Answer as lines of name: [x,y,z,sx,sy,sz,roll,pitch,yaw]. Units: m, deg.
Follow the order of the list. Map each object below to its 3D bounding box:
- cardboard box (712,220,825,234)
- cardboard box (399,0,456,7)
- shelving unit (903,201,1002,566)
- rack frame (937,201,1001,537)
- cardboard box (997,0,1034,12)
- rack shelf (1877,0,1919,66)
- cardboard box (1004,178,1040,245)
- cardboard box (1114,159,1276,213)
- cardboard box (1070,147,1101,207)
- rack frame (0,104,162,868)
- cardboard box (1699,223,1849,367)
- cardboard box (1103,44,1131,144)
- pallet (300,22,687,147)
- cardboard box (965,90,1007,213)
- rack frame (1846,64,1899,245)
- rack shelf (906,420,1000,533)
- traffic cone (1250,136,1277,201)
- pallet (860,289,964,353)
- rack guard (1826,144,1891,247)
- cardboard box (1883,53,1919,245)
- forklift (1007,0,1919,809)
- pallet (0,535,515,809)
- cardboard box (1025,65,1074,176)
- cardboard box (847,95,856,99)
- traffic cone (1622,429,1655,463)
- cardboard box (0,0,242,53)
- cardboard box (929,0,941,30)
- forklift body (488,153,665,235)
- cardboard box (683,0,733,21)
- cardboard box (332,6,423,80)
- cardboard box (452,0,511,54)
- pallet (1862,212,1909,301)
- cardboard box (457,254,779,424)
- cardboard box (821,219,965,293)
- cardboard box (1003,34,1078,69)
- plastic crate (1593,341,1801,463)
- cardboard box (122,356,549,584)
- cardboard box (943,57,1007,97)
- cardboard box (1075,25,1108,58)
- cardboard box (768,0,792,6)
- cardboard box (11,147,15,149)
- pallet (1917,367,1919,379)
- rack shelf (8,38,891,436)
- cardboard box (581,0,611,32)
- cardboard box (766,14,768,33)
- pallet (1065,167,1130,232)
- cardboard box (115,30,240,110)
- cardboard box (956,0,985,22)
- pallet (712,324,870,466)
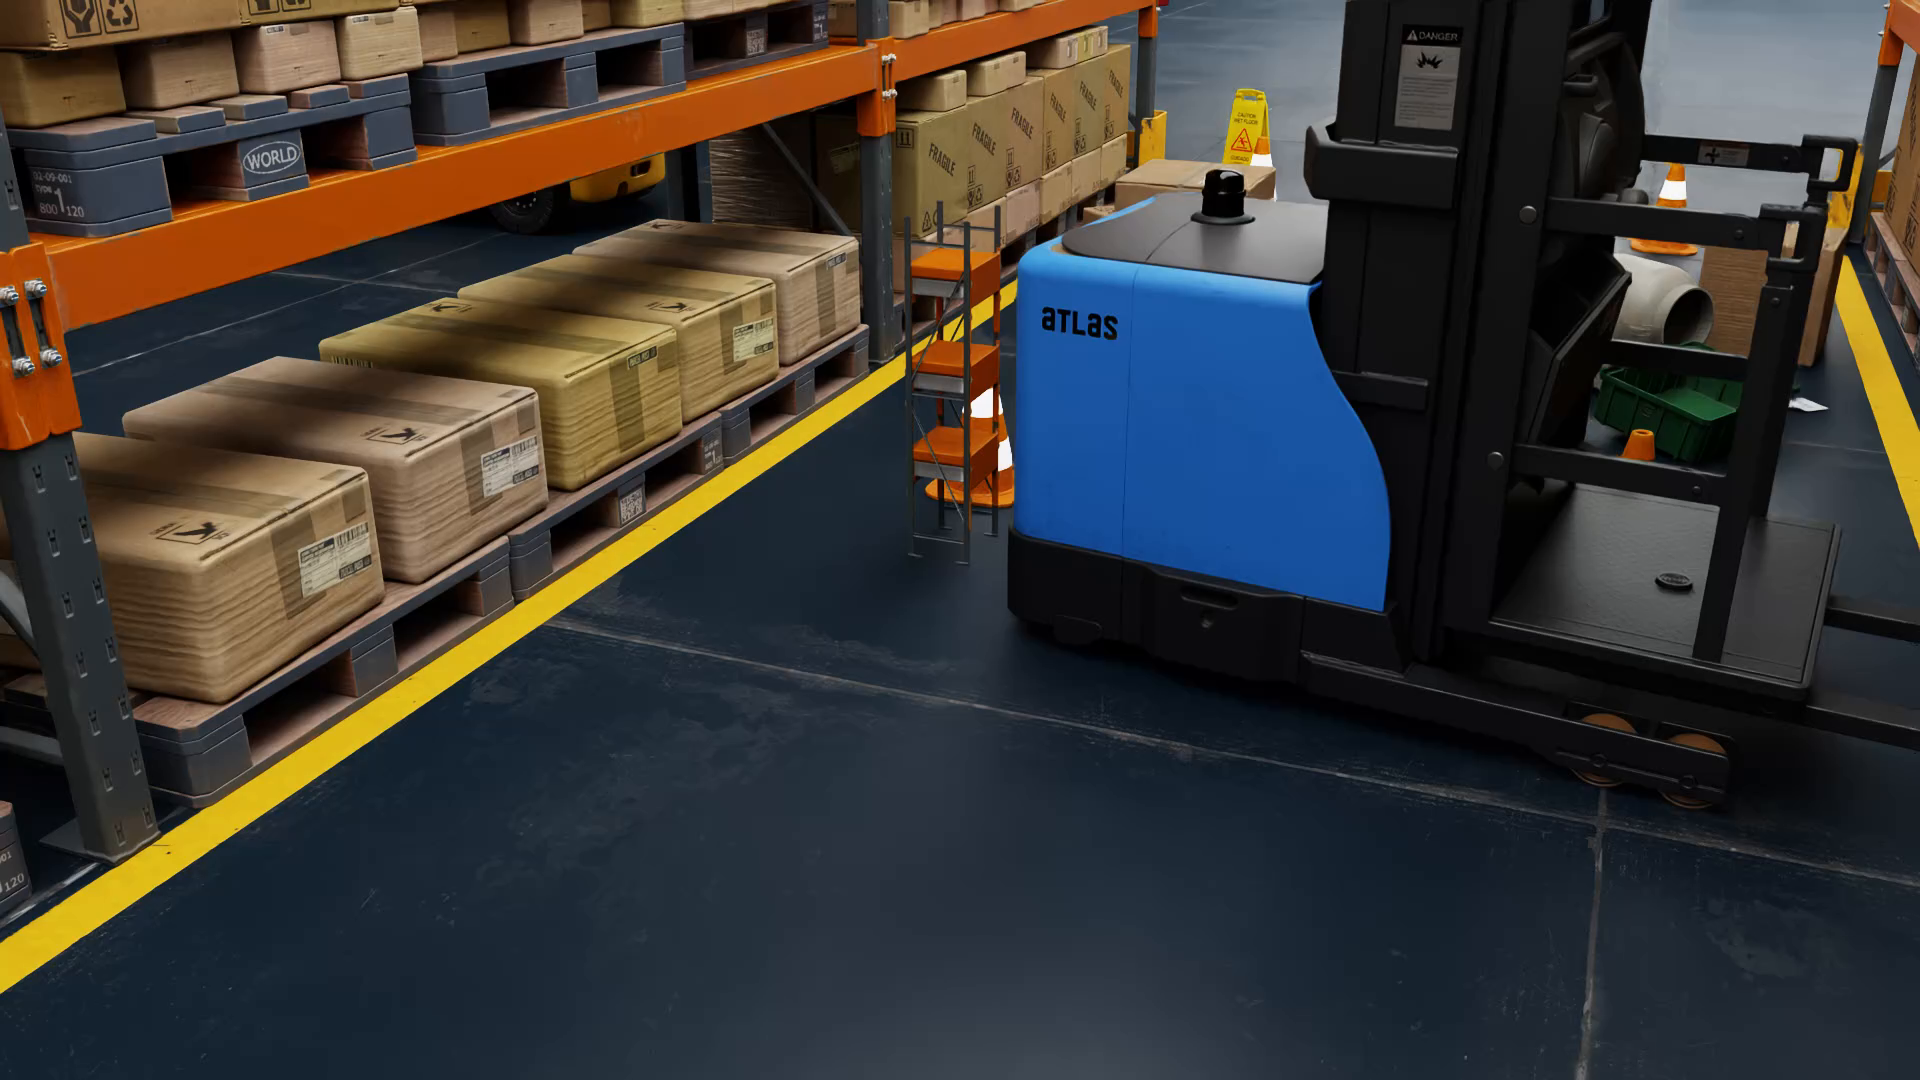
cardboard box: [-0.795,-1.382,7.689,0.500,0.250,0.500,10,25,22]
cardboard box: [-1.490,-1.659,4.269,0.500,0.500,0.500,9,24,21]
shelving unit: [-0.020,-0.465,5.002,0.215,1.050,0.252,9,24,20]
rack frame: [0.025,-0.509,5.106,0.200,1.050,0.008,9,24,20]
cardboard box: [0.134,-2.614,7.942,0.380,0.149,0.250,9,24,20]
rack shelf: [4.612,-1.918,6.883,1.077,0.370,4.000,9,24,20]
cardboard box: [0.087,-1.687,8.420,0.500,0.250,0.500,8,24,19]
cardboard box: [0.899,-1.159,6.393,0.500,0.500,0.500,9,24,20]
cardboard box: [0.471,-2.051,9.291,0.500,0.250,0.500,9,24,20]
rack frame: [-2.251,-0.775,3.215,1.000,3.000,0.127,9,24,20]
cardboard box: [3.492,-1.084,7.194,0.500,0.500,0.500,13,26,29]
cardboard box: [0.666,-2.585,9.597,0.500,0.500,0.500,9,24,20]
pallet: [-1.553,-1.401,4.961,1.003,0.211,1.213,9,24,20]
cardboard box: [-0.107,-1.844,7.822,0.500,0.500,0.500,10,25,22]
rack frame: [5.354,-2.966,8.458,1.000,3.000,0.127,9,24,20]
rack shelf: [-0.020,-0.199,5.113,0.215,0.259,0.240,9,24,20]
traffic cone: [1.759,-2.129,9.747,0.336,0.463,0.334,9,24,20]
pallet: [-0.548,-1.165,7.766,1.003,0.211,1.213,9,24,20]
rack guard: [5.363,-1.821,8.961,1.175,0.500,0.348,9,24,20]
cardboard box: [5.164,-1.927,8.183,0.875,0.875,0.875,9,24,20]
forklift: [1.669,-0.975,3.781,3.031,2.935,1.130,12,26,27]
pallet: [-1.959,0.232,4.421,1.003,0.211,1.213,9,24,20]
cardboard box: [0.281,-2.218,8.719,0.500,0.500,0.500,8,24,19]
cardboard box: [-0.607,-1.910,7.981,0.500,0.500,0.500,9,24,21]
traffic cone: [1.968,-0.100,4.889,0.336,0.463,0.334,9,24,20]
cardboard box: [-1.869,-1.280,3.363,0.500,0.500,0.500,8,24,19]
cardboard box: [-0.304,-2.255,7.084,0.380,0.149,0.250,10,24,22]
forklift body: [-2.899,-3.016,9.680,2.313,2.155,1.214,9,24,20]
cardboard box: [-0.968,-1.780,5.401,0.380,0.149,0.250,9,24,20]
cardboard box: [-1.555,-1.226,4.075,0.380,0.149,0.250,9,24,20]
cardboard box: [-1.469,-1.430,4.563,0.380,0.149,0.250,10,25,22]
pallet: [5.130,-1.382,8.284,1.003,0.211,1.213,9,24,20]
cardboard box: [-1.221,-0.742,6.000,0.950,0.372,0.625,10,25,23]
cardboard box: [-0.295,-1.304,7.503,0.500,0.250,0.500,8,24,18]
cardboard box: [0.396,-2.560,8.695,0.380,0.149,0.250,10,25,22]
plastic crate: [2.717,-0.513,6.160,0.662,0.188,0.450,-17,38,-35]
cardboard box: [-1.765,-0.223,4.756,0.950,0.372,0.625,8,24,19]
cardboard box: [-0.004,-2.170,7.761,0.380,0.149,0.250,10,25,22]
cardboard box: [0.592,-2.744,9.135,0.380,0.149,0.250,10,24,22]
cardboard box: [-0.814,-1.969,5.854,0.380,0.149,0.250,8,24,18]
cardboard box: [-4.908,-2.201,9.001,0.500,0.250,0.500,9,24,20]
pallet: [4.224,-0.508,6.193,1.003,0.211,1.213,9,24,20]
rack shelf: [-1.508,-1.159,5.067,1.077,0.370,4.000,9,24,20]
cardboard box: [-1.285,-1.618,5.014,0.380,0.149,0.250,8,24,18]
cardboard box: [-0.928,-2.250,7.070,0.380,0.149,0.250,9,24,20]
pallet: [0.358,-2.039,9.857,1.003,0.211,1.213,9,24,20]
cardboard box: [-1.821,-1.039,3.627,0.380,0.149,0.250,7,24,17]
cardboard box: [-0.110,-2.438,7.522,0.380,0.149,0.250,10,25,22]
pallet: [-1.053,-0.641,6.511,1.003,0.211,1.213,9,24,20]
